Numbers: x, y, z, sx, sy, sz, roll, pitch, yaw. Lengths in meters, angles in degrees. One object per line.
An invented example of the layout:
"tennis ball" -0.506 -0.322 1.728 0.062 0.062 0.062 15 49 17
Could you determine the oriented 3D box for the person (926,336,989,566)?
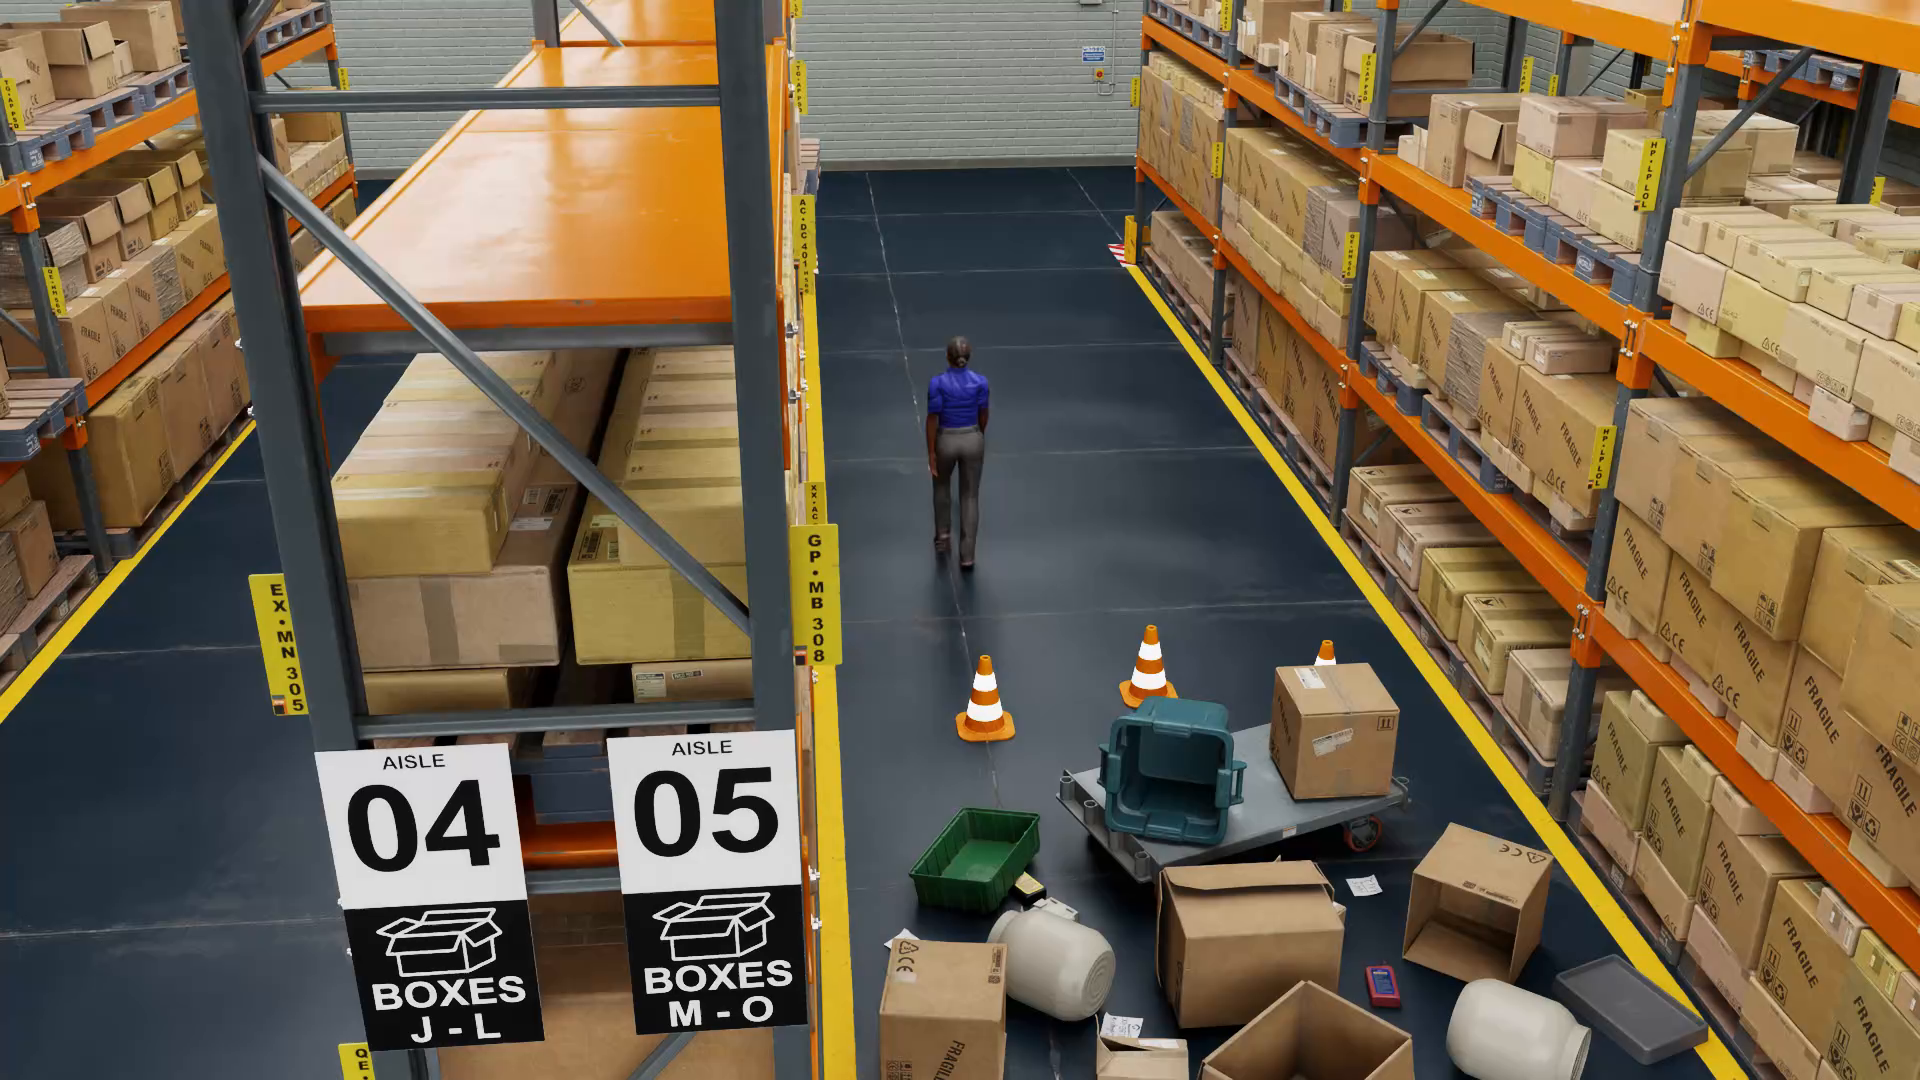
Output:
"person" -0.021 -0.638 11.798 0.452 1.712 0.673 -1 24 -3
